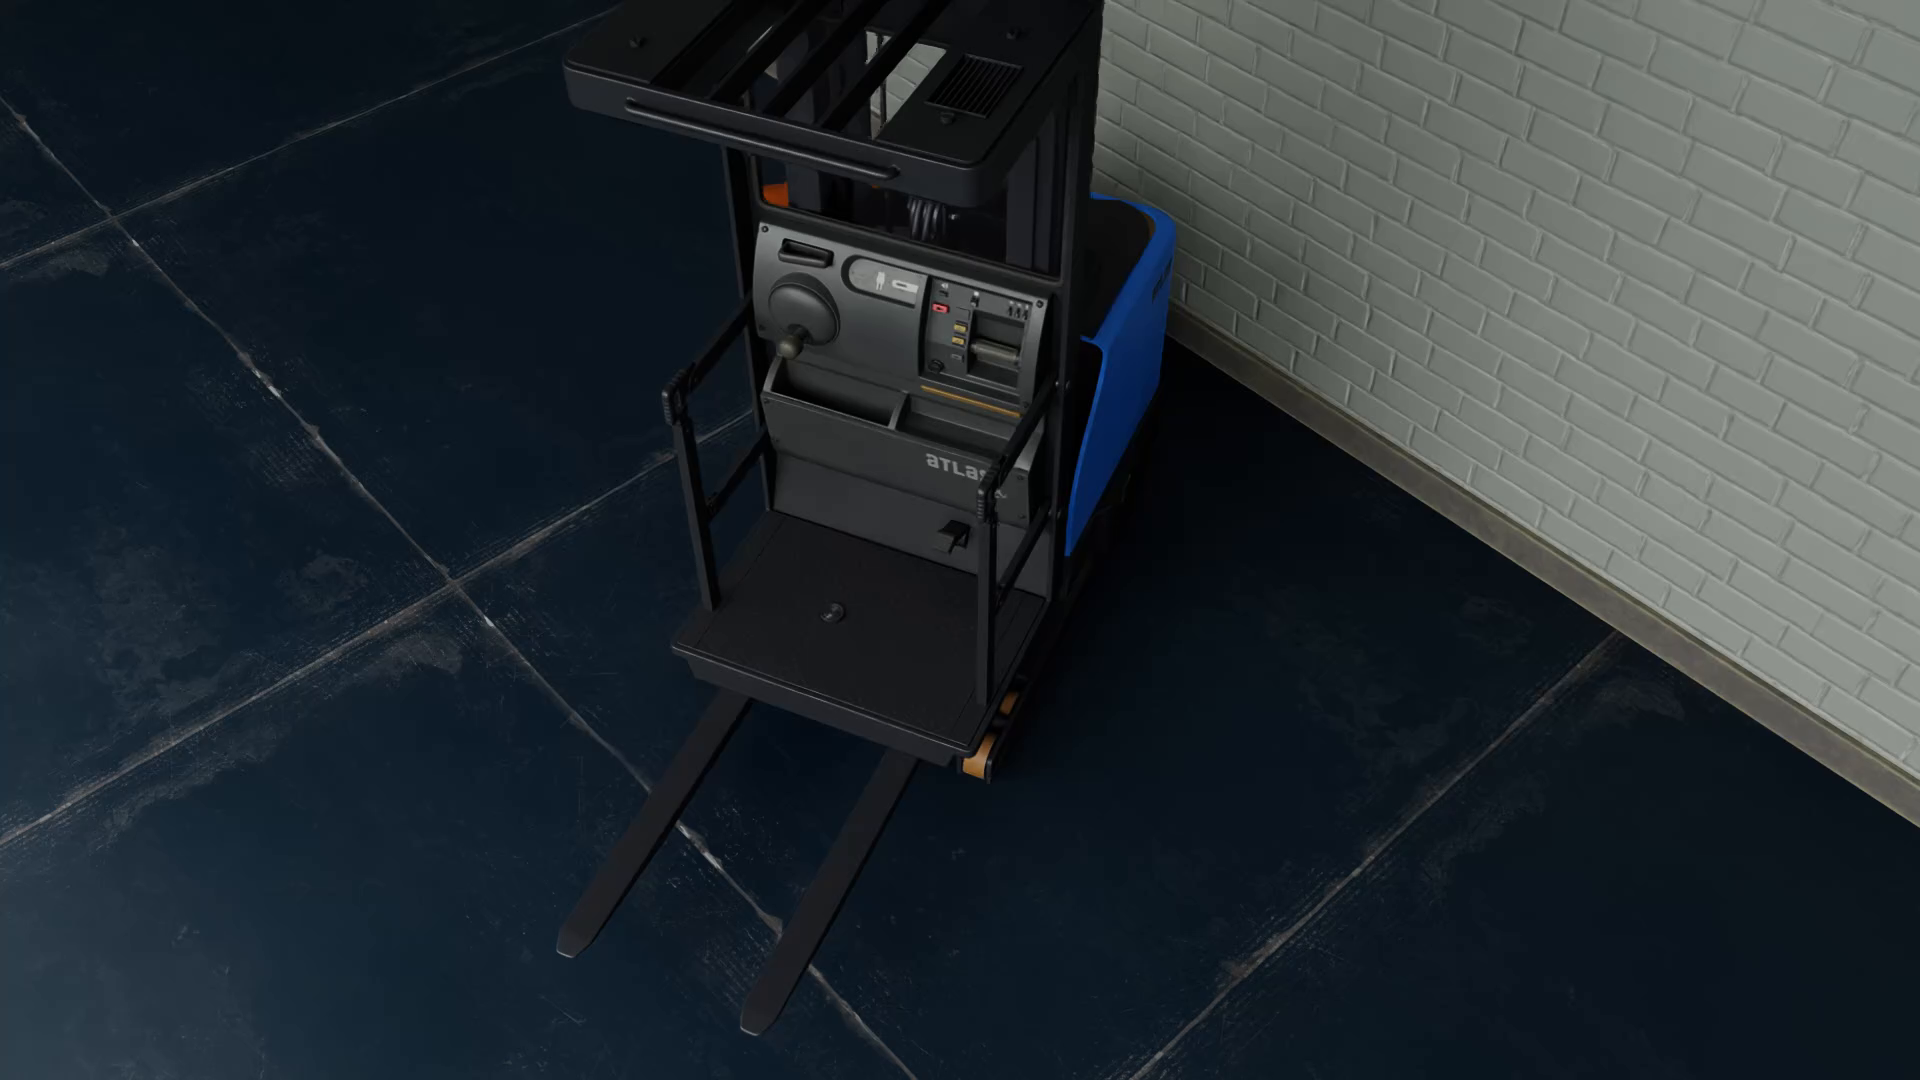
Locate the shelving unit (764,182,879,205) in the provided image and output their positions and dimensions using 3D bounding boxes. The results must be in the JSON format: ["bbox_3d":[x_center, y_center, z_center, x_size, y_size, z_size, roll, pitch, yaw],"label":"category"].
[{"bbox_3d":[-0.303,-1.384,6.506,1.083,1.500,0.587,-9,48,-8],"label":"shelving unit"}]

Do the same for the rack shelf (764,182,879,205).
[{"bbox_3d":[-0.294,-1.263,6.640,1.000,0.185,0.538,-9,48,-8],"label":"rack shelf"}]

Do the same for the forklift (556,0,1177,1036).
[{"bbox_3d":[-0.270,-0.568,4.780,1.130,2.935,3.031,18,50,16],"label":"forklift"}]
